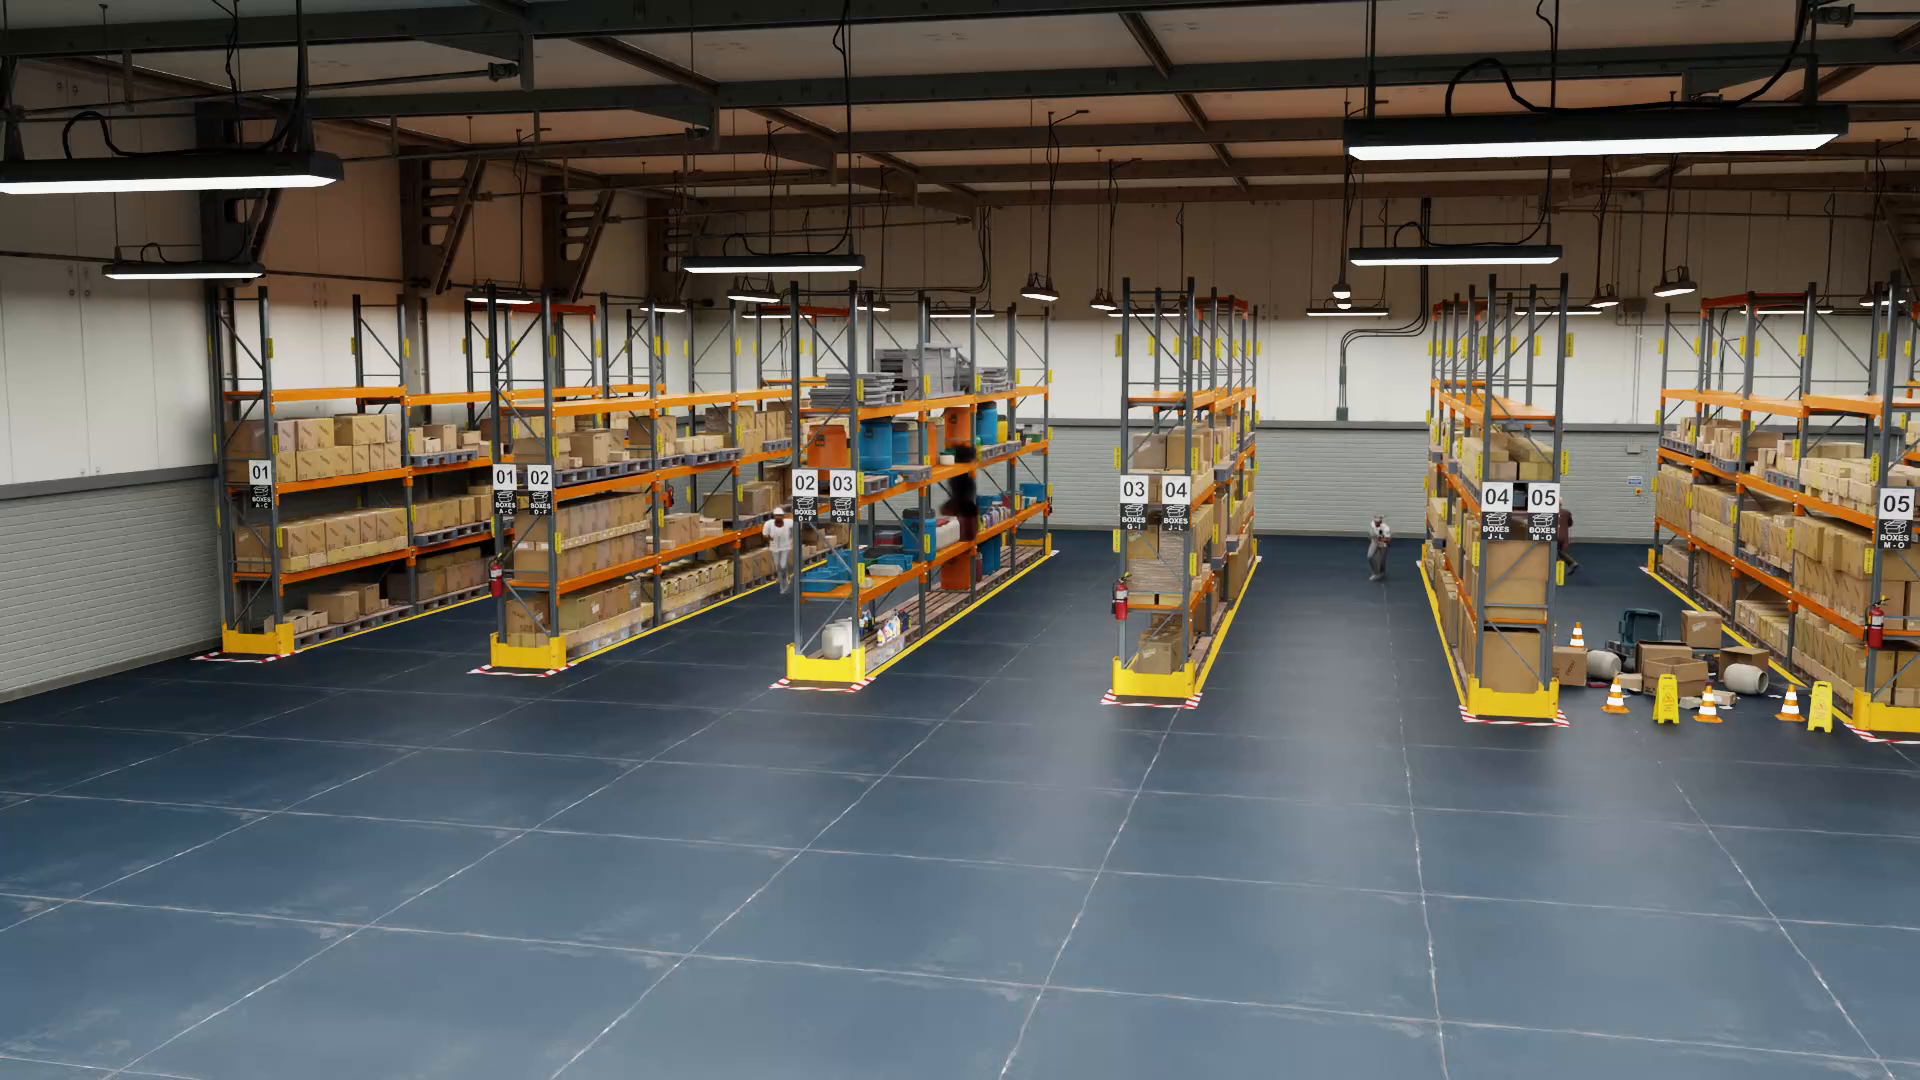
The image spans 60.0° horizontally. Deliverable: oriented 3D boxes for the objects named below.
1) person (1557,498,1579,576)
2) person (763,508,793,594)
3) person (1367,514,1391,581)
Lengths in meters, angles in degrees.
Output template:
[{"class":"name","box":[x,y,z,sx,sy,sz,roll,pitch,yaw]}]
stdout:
[{"class":"person","box":[13.267,-0.051,36.575,0.701,1.733,0.864,-2,7,-20]},{"class":"person","box":[-3.430,0.217,31.788,0.658,1.701,0.793,1,7,7]},{"class":"person","box":[9.083,0.135,35.933,0.585,1.444,1.082,4,8,32]}]
